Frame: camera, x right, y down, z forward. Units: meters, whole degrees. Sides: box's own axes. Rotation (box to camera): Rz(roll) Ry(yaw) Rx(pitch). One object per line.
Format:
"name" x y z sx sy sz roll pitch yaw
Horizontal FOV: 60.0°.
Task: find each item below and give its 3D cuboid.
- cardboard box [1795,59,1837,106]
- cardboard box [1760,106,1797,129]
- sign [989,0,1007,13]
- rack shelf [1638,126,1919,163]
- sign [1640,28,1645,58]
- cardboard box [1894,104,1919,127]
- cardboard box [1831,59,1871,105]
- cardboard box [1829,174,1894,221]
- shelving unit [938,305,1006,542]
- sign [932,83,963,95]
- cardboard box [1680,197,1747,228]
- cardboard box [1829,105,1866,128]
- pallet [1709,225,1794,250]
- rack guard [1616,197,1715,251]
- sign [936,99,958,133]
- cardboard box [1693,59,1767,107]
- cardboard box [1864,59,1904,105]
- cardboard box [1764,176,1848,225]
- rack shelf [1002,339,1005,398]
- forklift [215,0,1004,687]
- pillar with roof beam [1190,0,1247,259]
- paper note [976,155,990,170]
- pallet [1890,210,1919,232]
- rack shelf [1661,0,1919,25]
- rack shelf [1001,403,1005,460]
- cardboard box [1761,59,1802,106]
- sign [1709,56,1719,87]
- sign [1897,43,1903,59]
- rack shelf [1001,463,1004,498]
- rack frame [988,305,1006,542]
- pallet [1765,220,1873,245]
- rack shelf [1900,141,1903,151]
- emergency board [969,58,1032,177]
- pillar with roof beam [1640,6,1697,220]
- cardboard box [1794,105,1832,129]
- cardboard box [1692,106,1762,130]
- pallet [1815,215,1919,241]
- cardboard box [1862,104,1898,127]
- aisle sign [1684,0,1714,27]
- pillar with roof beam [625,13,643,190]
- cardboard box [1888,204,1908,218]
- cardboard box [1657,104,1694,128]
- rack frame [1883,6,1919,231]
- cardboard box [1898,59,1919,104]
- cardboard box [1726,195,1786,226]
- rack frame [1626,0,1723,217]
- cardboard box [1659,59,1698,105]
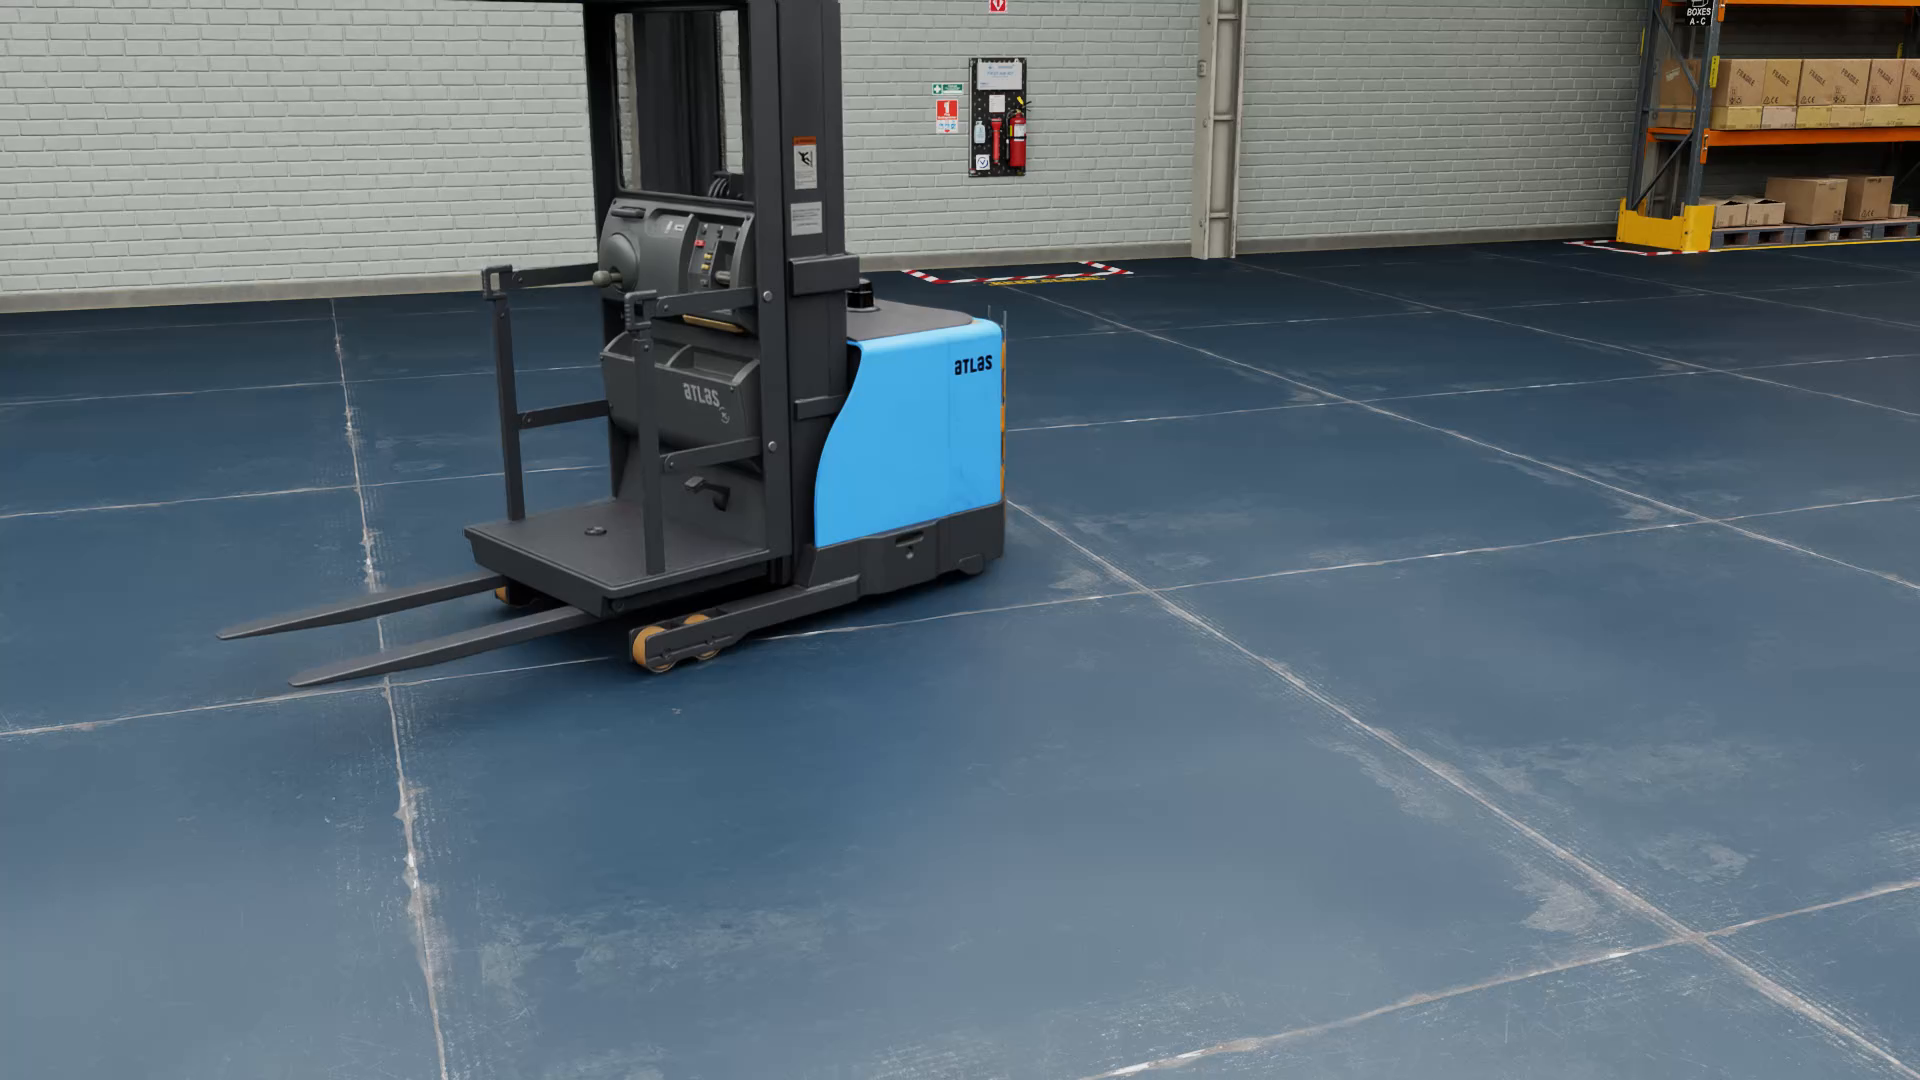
"cardboard box" 9.506 -5.185 18.830 0.500 0.500 0.500 -7 18 -22
"cardboard box" 9.052 -4.780 18.782 0.500 0.250 0.500 -7 18 -22
"sign" 0.380 -5.412 16.591 0.199 0.298 0.001 -6 17 -20
"rack shelf" 9.871 -4.677 19.478 4.000 0.370 1.077 -6 17 -20
"sign" 7.823 -5.676 18.986 0.005 0.325 0.100 -6 17 -20
"cardboard box" 10.936 -4.986 19.484 0.500 0.250 0.500 -6 17 -20
"cardboard box" 9.984 -5.240 19.017 0.500 0.500 0.500 -6 17 -18
"cardboard box" 10.784 -4.120 19.961 0.500 0.500 0.500 -8 18 -24
"shelving unit" 0.050 -0.509 7.469 0.252 1.050 0.215 -6 17 -20
"sign" -0.122 -4.515 16.647 0.331 0.109 0.001 -6 17 -20
"cardboard box" 8.682 -3.788 19.164 0.500 0.311 0.500 -8 18 -26
"cardboard box" 10.003 -4.880 19.123 0.500 0.250 0.500 -6 17 -20
"pallet" 8.846 -3.563 19.356 1.213 0.211 1.003 -6 17 -20
"rack guard" 8.074 -3.629 19.068 0.348 0.500 1.175 -6 17 -20
"sign" -0.130 -4.263 16.728 0.234 0.329 0.001 -6 17 -20
"cardboard box" 8.557 -5.087 18.497 0.500 0.500 0.500 -6 17 -20
"cardboard box" 10.470 -5.292 19.197 0.500 0.500 0.500 -7 18 -22
"cardboard box" 9.917 -3.997 19.540 0.500 0.500 0.700 -7 18 -24
"rack shelf" 0.050 -0.771 7.392 0.240 0.259 0.215 -6 17 -20
"forklift" -1.228 -1.093 6.120 3.031 2.935 1.130 -15 22 -41
"pillar with roof beam" 4.285 -6.259 12.943 0.400 9.000 9.100 -6 17 -20
"paper note" 0.233 -3.852 16.956 0.142 0.148 0.016 -6 17 -20
"pallet" 12.465 -3.965 20.725 1.213 0.211 1.003 -6 17 -20
"rack shelf" 9.871 -6.116 19.055 4.000 0.370 1.077 -6 17 -20
"rack shelf" 0.050 -0.499 7.472 0.240 0.259 0.215 -6 17 -20
"cardboard box" 9.022 -5.134 18.658 0.500 0.500 0.500 -6 17 -20
"sign" 8.198 -5.093 18.082 0.005 0.325 0.100 -6 17 -20
"sign" 11.537 -5.925 20.396 0.005 0.325 0.100 -6 17 -20
"rack shelf" 0.050 -0.232 7.550 0.240 0.259 0.215 -6 17 -20
"rack frame" 0.164 -0.521 7.511 0.008 1.050 0.200 -6 17 -20
"pallet" 9.983 -3.685 19.771 1.213 0.211 1.003 -6 17 -20
"rack shelf" 13.606 -5.080 20.851 4.000 0.370 1.077 -6 17 -20
"emergency board" 0.423 -4.275 16.831 0.643 1.169 0.194 -6 17 -20
"pillar with roof beam" 9.888 -6.864 15.003 0.400 9.000 9.100 -6 17 -20
"cardboard box" 9.530 -4.830 18.952 0.500 0.250 0.500 -6 18 -21
"cardboard box" 8.573 -4.724 18.591 0.500 0.250 0.500 -7 18 -22
"pallet" 11.124 -3.809 20.194 1.213 0.211 1.003 -6 17 -20
"cardboard box" 10.472 -4.931 19.297 0.500 0.250 0.500 -6 17 -20
"aisle sign" 8.043 -5.982 18.030 0.004 0.787 0.394 -6 17 -20
"pillar with roof beam" -1.318 -5.655 10.883 0.400 9.000 9.100 -6 17 -20
"cardboard box" 11.250 -4.014 20.190 0.250 0.166 0.380 -9 18 -27
"cardboard box" 8.370 -4.856 19.042 0.500 0.250 0.500 -6 17 -19
"rack frame" 11.738 -5.224 20.063 0.127 3.000 1.000 -6 17 -20
"cardboard box" 10.944 -5.340 19.360 0.500 0.500 0.500 -6 17 -20
"cardboard box" 9.214 -3.845 19.359 0.500 0.311 0.500 -5 17 -15
"rack frame" 8.003 -4.820 18.690 0.127 3.000 1.000 -6 17 -20
"cardboard box" 8.367 -5.221 18.955 0.500 0.500 0.500 -6 18 -21
